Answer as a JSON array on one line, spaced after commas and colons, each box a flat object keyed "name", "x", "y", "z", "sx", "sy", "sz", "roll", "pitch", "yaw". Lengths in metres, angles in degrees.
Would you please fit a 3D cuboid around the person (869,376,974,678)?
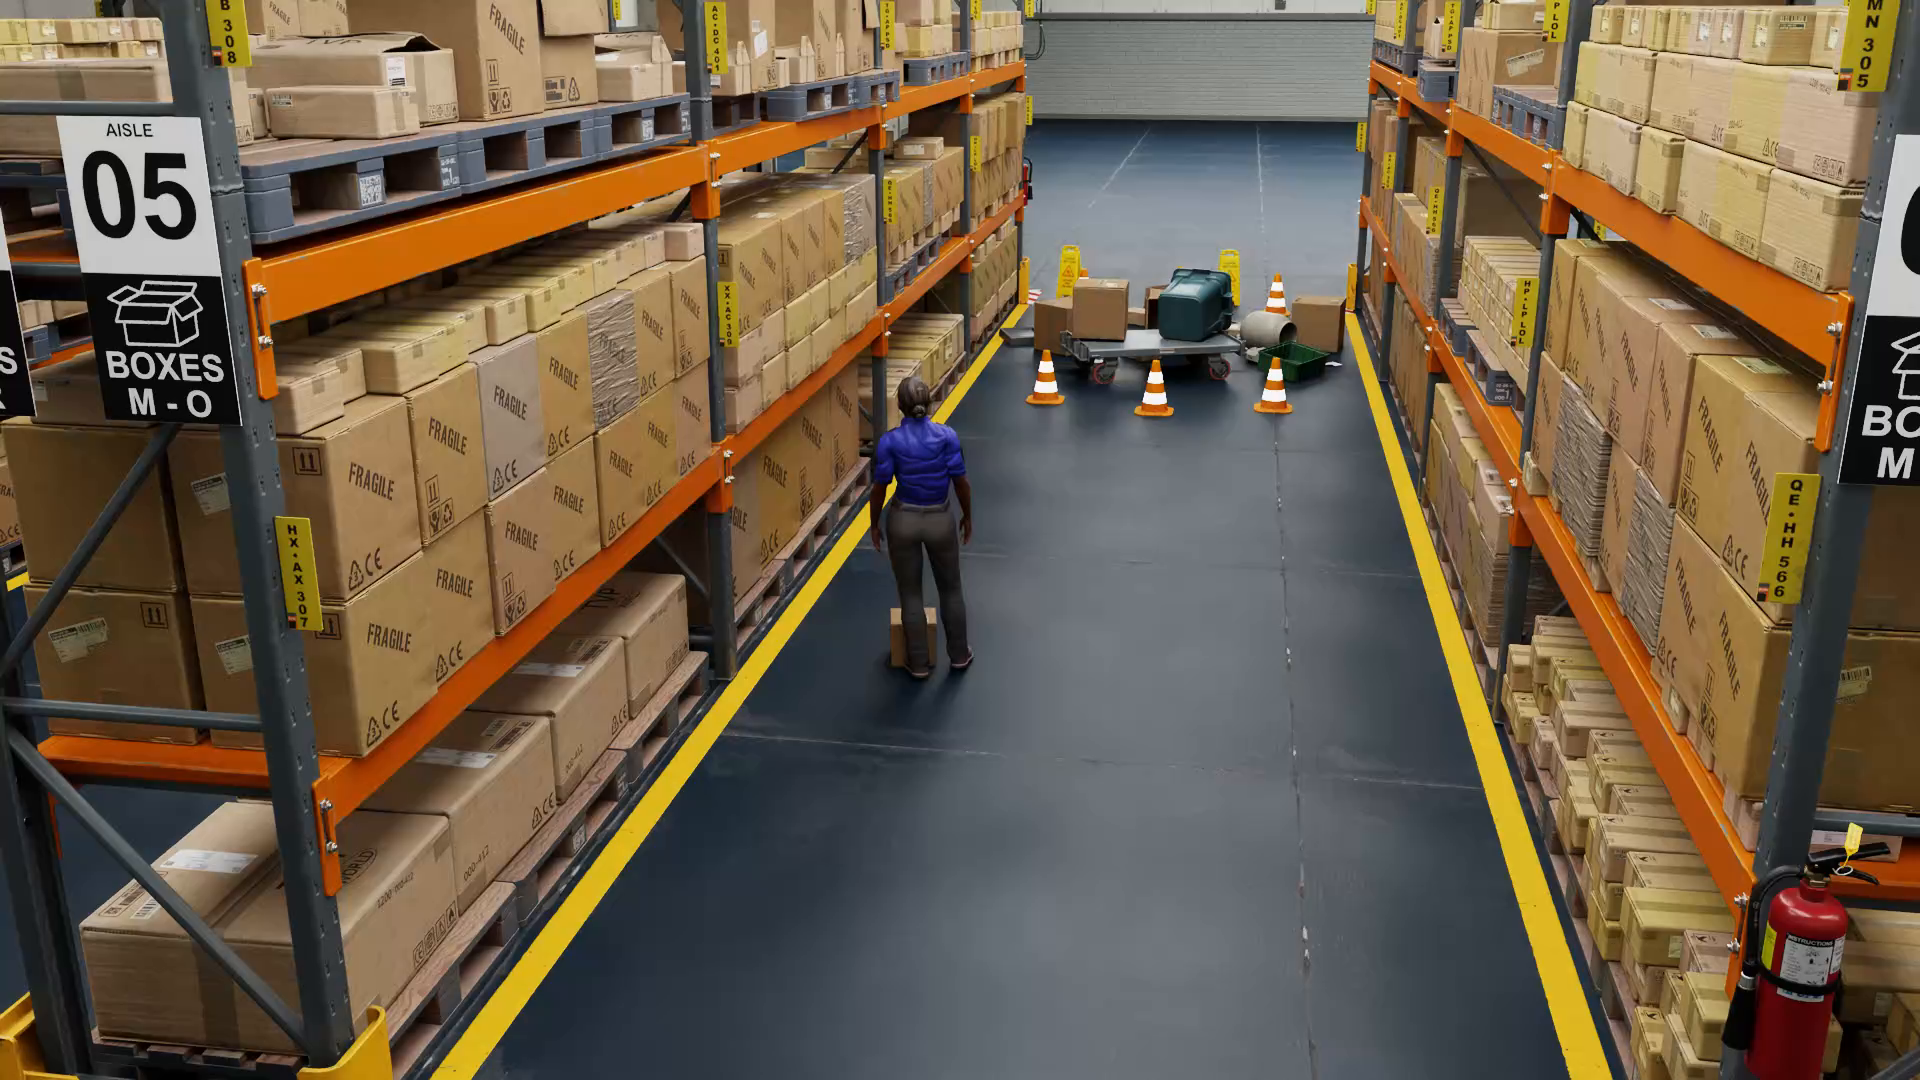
[{"name": "person", "x": -0.195, "y": -0.082, "z": 8.788, "sx": 0.569, "sy": 1.654, "sz": 0.504, "roll": -1, "pitch": 18, "yaw": -4}]
